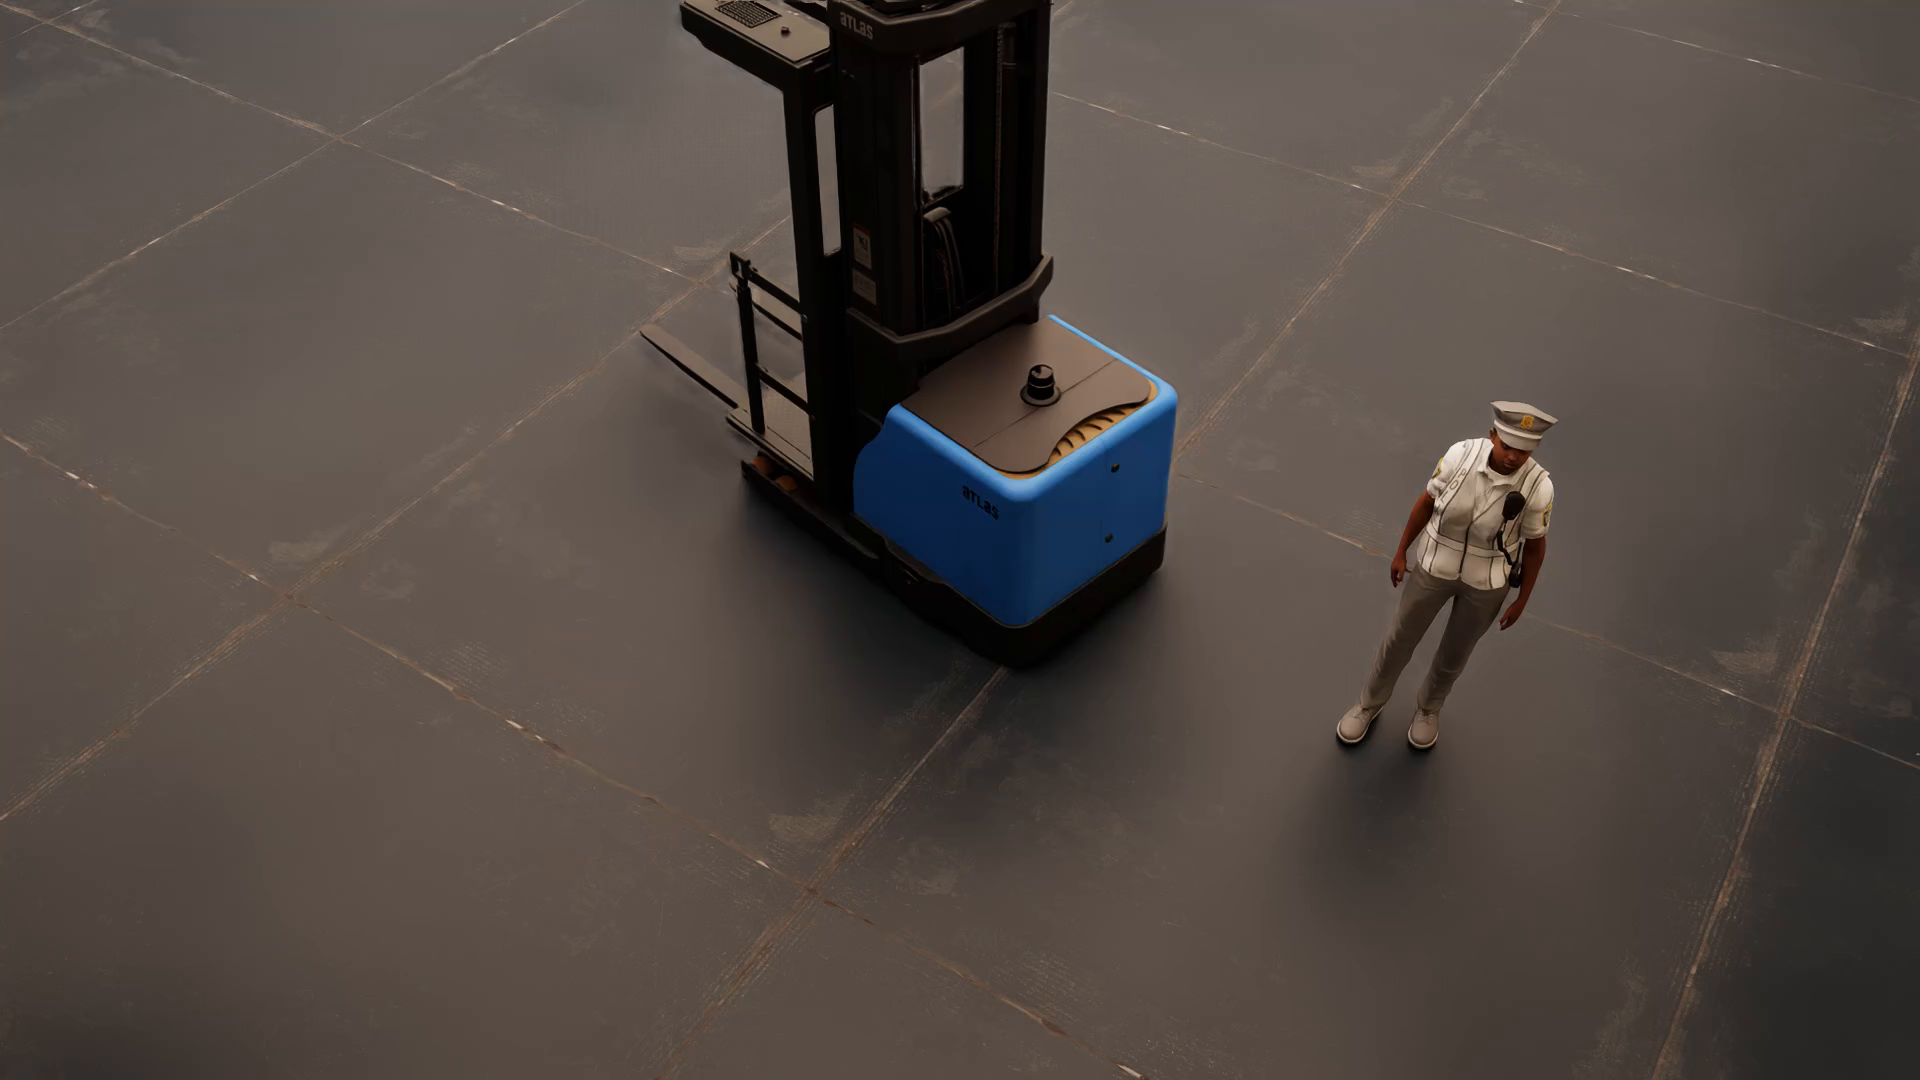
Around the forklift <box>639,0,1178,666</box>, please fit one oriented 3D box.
[{"bbox_3d":[-0.427,-1.433,7.360,1.130,2.935,3.031,-33,53,-30],"label":"forklift"}]

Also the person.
[{"bbox_3d":[1.954,0.165,6.562,0.568,1.695,0.531,20,47,20],"label":"person"}]
